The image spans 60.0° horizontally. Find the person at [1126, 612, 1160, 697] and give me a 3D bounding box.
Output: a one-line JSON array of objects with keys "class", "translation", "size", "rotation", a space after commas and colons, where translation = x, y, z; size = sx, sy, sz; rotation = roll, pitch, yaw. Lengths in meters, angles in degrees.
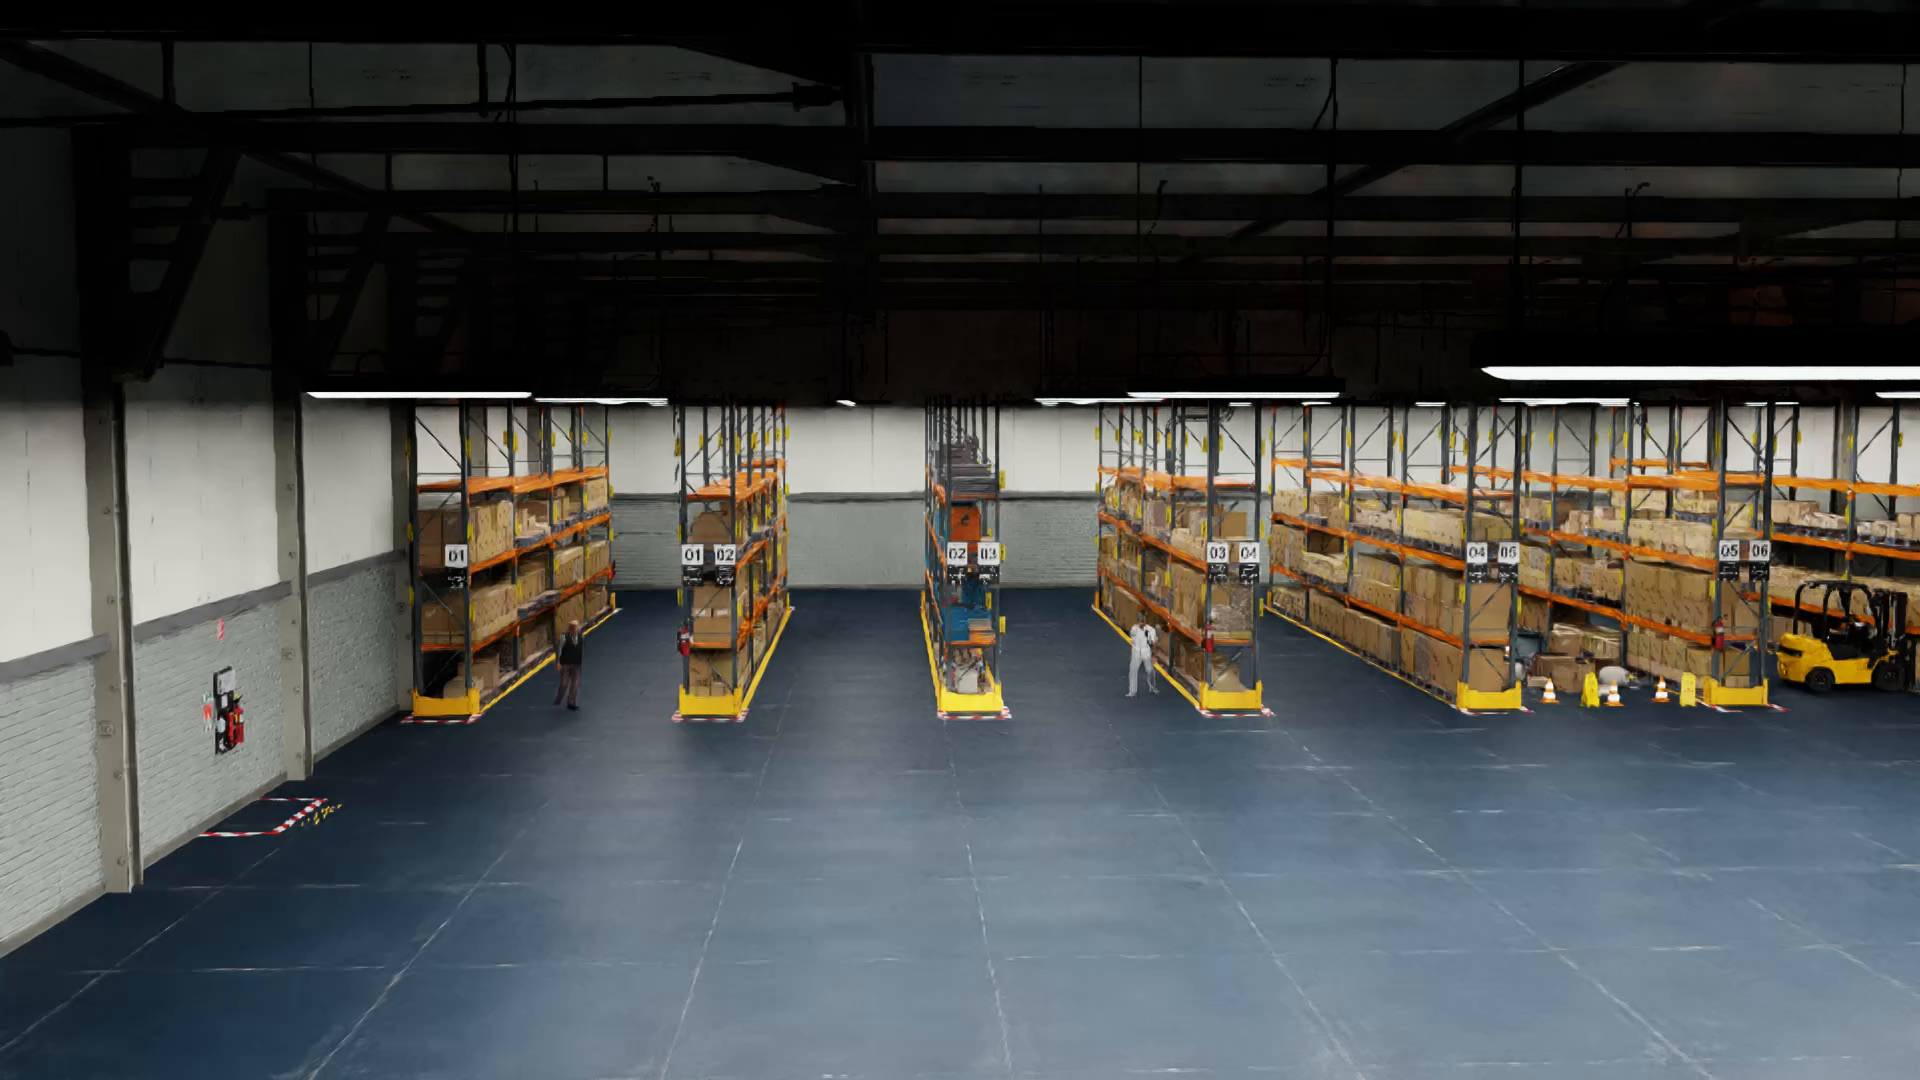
[{"class": "person", "translation": [3.644, 2.263, 33.063], "size": [0.580, 1.700, 0.982], "rotation": [2, 5, 19]}]

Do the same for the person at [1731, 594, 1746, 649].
[{"class": "person", "translation": [17.229, 1.976, 36.916], "size": [0.550, 1.642, 0.599], "rotation": [2, 5, 27]}]

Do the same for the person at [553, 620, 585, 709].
[{"class": "person", "translation": [-7.463, 2.365, 31.727], "size": [0.589, 1.713, 0.531], "rotation": [-4, 6, -38]}]

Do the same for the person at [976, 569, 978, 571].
[{"class": "person", "translation": [0.526, 1.138, 46.631], "size": [0.387, 1.773, 0.678], "rotation": [1, 5, 12]}]
